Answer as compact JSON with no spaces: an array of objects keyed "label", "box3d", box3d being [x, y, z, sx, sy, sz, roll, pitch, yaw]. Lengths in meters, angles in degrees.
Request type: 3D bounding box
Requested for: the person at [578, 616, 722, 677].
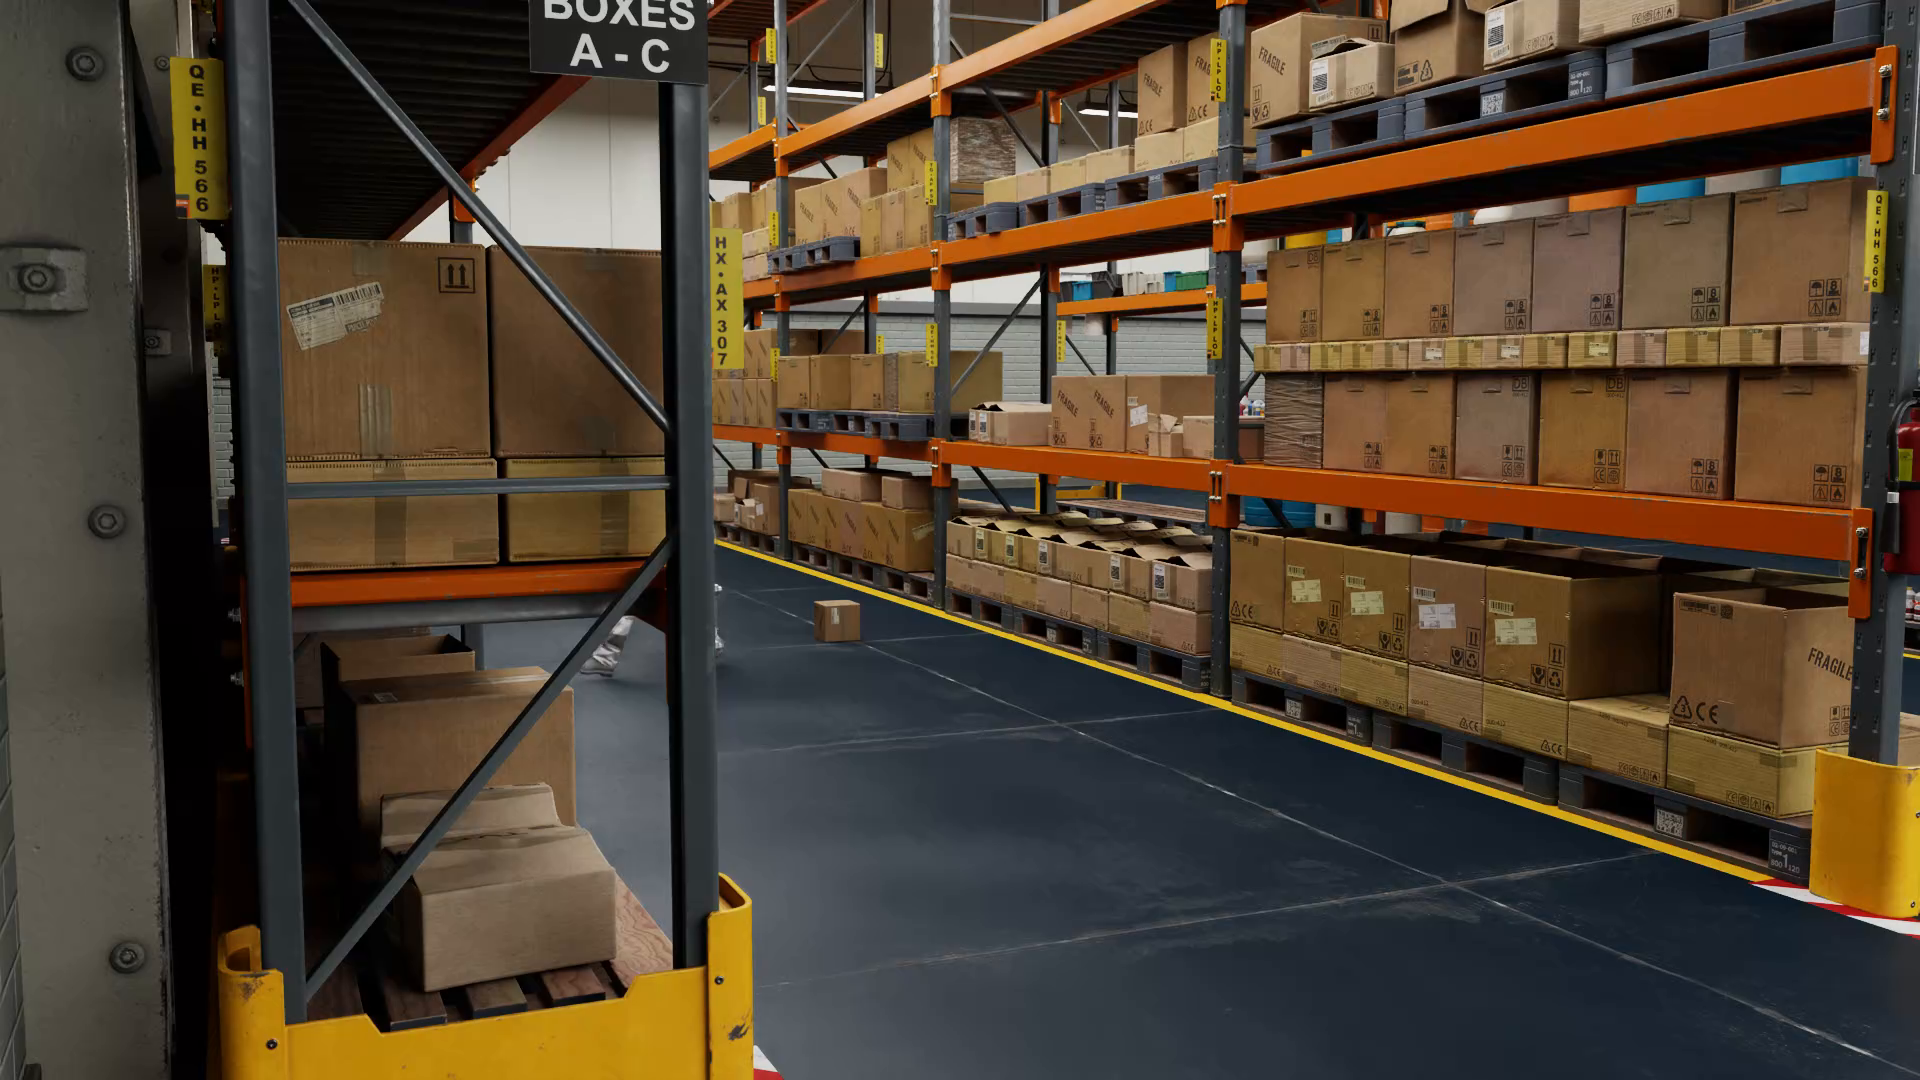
[{"label":"person","box3d":[-1.917,-0.082,9.991,1.009,1.748,0.544,-2,6,-23]}]
